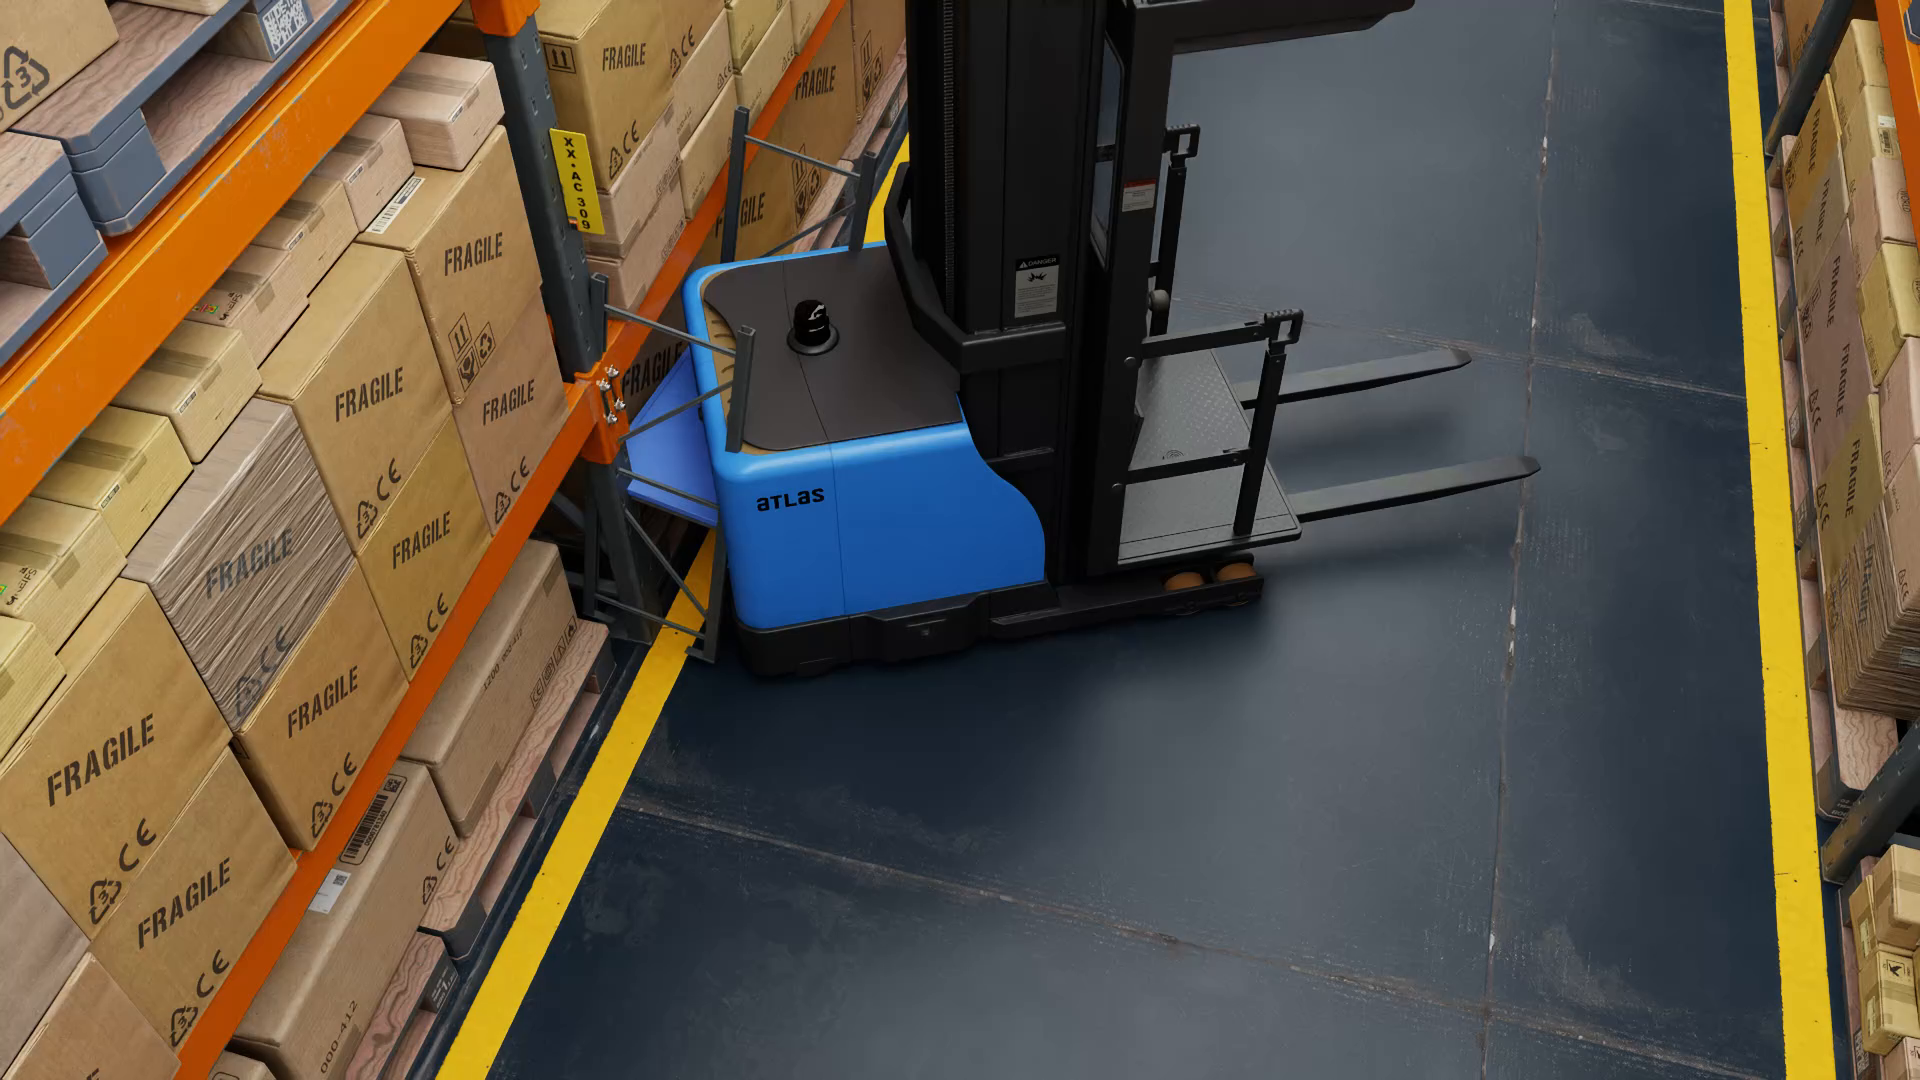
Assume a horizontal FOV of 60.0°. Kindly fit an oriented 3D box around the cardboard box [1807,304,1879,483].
[{"bbox_3d":[3.466,-0.488,6.067,0.500,0.500,0.500,11,49,9],"label":"cardboard box"}]

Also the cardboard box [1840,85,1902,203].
[{"bbox_3d":[3.744,-1.486,6.447,0.500,0.250,0.500,11,49,10],"label":"cardboard box"}]

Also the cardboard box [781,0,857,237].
[{"bbox_3d":[-1.010,-1.955,7.112,0.875,0.875,0.875,12,50,10],"label":"cardboard box"}]

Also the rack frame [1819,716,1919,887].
[{"bbox_3d":[3.240,0.150,4.117,1.000,3.000,0.127,12,50,10],"label":"rack frame"}]

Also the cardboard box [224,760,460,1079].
[{"bbox_3d":[-2.066,1.036,4.764,0.875,0.438,0.875,10,49,9],"label":"cardboard box"}]

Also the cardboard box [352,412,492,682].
[{"bbox_3d":[-1.568,-0.028,4.207,0.500,0.500,0.500,10,49,9],"label":"cardboard box"}]

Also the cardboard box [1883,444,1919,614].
[{"bbox_3d":[3.192,0.001,5.135,0.500,0.250,0.500,10,49,9],"label":"cardboard box"}]

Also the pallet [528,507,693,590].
[{"bbox_3d":[-1.432,-0.404,6.466,1.003,0.211,1.213,12,50,10],"label":"pallet"}]

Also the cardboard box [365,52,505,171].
[{"bbox_3d":[-1.336,-1.047,4.007,0.380,0.149,0.250,11,49,9],"label":"cardboard box"}]

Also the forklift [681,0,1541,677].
[{"bbox_3d":[0.614,-1.076,5.245,3.031,2.935,1.130,-10,49,-9],"label":"forklift"}]

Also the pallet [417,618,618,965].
[{"bbox_3d":[-1.838,0.703,5.488,1.003,0.211,1.213,12,50,10],"label":"pallet"}]

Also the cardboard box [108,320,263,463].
[{"bbox_3d":[-1.666,-0.324,3.369,0.380,0.149,0.250,11,50,10],"label":"cardboard box"}]

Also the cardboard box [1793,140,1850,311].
[{"bbox_3d":[3.732,-1.230,6.722,0.500,0.500,0.500,12,50,10],"label":"cardboard box"}]

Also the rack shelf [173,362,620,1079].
[{"bbox_3d":[-2.088,0.931,3.908,1.077,0.370,4.000,12,50,10],"label":"rack shelf"}]

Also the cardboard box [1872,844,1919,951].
[{"bbox_3d":[2.836,1.055,4.741,0.380,0.149,0.250,14,50,12],"label":"cardboard box"}]

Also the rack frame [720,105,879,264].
[{"bbox_3d":[-0.637,-0.834,5.986,0.500,1.500,0.032,20,46,5],"label":"rack frame"}]

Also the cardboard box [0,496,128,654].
[{"bbox_3d":[-1.784,0.046,3.042,0.380,0.149,0.250,12,50,10],"label":"cardboard box"}]

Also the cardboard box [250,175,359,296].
[{"bbox_3d":[-1.585,-0.699,3.700,0.380,0.149,0.250,12,50,10],"label":"cardboard box"}]

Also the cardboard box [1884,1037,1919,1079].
[{"bbox_3d":[2.749,1.537,4.514,0.380,0.149,0.250,11,50,10],"label":"cardboard box"}]

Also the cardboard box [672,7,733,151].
[{"bbox_3d":[-1.064,-1.515,5.353,0.500,0.250,0.500,12,50,11],"label":"cardboard box"}]

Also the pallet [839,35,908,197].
[{"bbox_3d":[-0.789,-2.169,8.024,1.003,0.211,1.213,12,50,10],"label":"pallet"}]

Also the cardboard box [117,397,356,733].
[{"bbox_3d":[-1.686,0.013,3.504,0.500,0.500,0.500,12,50,11],"label":"cardboard box"}]

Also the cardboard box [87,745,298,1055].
[{"bbox_3d":[-1.838,0.714,3.552,0.500,0.500,0.500,13,50,11],"label":"cardboard box"}]

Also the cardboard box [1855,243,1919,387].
[{"bbox_3d":[3.466,-0.753,5.801,0.500,0.250,0.500,10,49,8],"label":"cardboard box"}]

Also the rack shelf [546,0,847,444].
[{"bbox_3d":[-1.036,-1.962,6.461,1.077,0.370,4.000,12,50,10],"label":"rack shelf"}]

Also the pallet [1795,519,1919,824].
[{"bbox_3d":[3.444,0.509,5.660,1.003,0.211,1.213,12,50,10],"label":"pallet"}]

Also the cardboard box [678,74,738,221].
[{"bbox_3d":[-1.057,-1.345,5.536,0.500,0.250,0.500,10,49,9],"label":"cardboard box"}]

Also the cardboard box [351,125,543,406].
[{"bbox_3d":[-1.420,-0.722,4.153,0.500,0.500,0.500,11,50,10],"label":"cardboard box"}]

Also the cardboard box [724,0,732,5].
[{"bbox_3d":[-0.927,-2.115,5.383,0.500,0.500,0.500,10,49,9],"label":"cardboard box"}]

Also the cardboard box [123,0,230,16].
[{"bbox_3d":[-1.491,-1.119,3.057,0.380,0.149,0.250,13,50,11],"label":"cardboard box"}]

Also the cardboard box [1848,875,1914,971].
[{"bbox_3d":[2.834,1.154,4.852,0.380,0.149,0.250,10,49,8],"label":"cardboard box"}]

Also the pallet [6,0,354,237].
[{"bbox_3d":[-1.788,-1.127,3.303,1.003,0.211,1.213,12,50,10],"label":"pallet"}]

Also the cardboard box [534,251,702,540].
[{"bbox_3d":[-1.476,-0.654,5.964,0.875,0.875,0.875,13,50,11],"label":"cardboard box"}]

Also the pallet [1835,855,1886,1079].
[{"bbox_3d":[3.097,1.565,4.728,1.003,0.211,1.213,12,50,10],"label":"pallet"}]

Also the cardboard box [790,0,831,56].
[{"bbox_3d":[-0.766,-2.072,6.178,0.500,0.250,0.500,11,49,9],"label":"cardboard box"}]

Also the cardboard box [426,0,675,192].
[{"bbox_3d":[-1.169,-1.379,4.733,0.500,0.500,0.500,12,50,10],"label":"cardboard box"}]

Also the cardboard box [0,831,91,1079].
[{"bbox_3d":[-1.957,0.736,2.867,0.500,0.500,0.500,11,50,10],"label":"cardboard box"}]

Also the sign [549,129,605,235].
[{"bbox_3d":[-1.026,-0.958,4.465,0.100,0.325,0.005,12,50,10],"label":"sign"}]

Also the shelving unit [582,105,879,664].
[{"bbox_3d":[-0.795,-0.502,5.635,0.538,1.500,1.048,20,46,5],"label":"shelving unit"}]

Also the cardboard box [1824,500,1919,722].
[{"bbox_3d":[3.192,0.253,5.413,0.500,0.500,0.500,11,49,9],"label":"cardboard box"}]

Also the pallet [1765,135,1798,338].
[{"bbox_3d":[4.086,-1.256,7.218,1.003,0.211,1.213,12,50,10],"label":"pallet"}]
